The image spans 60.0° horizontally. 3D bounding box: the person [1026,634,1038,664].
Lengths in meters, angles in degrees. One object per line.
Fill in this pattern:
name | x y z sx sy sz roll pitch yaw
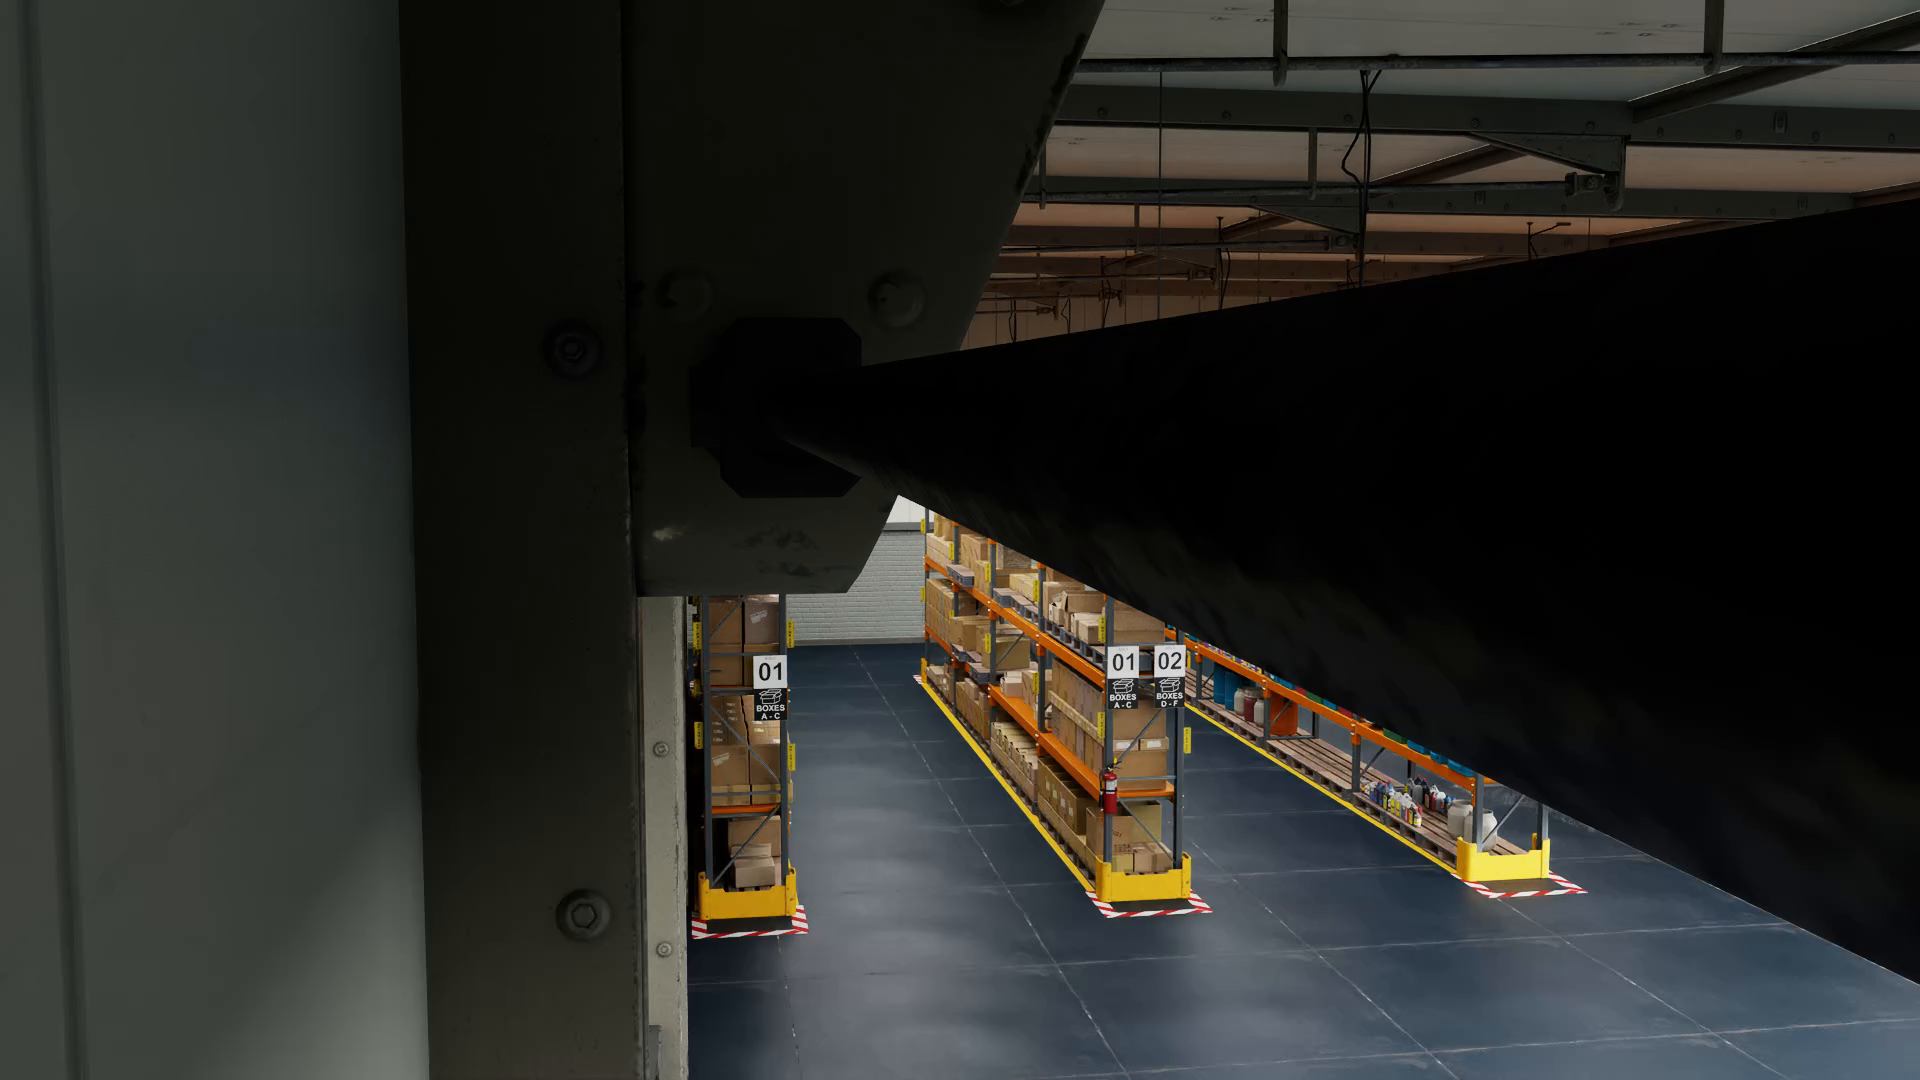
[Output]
person | 1.630 2.254 36.370 0.736 1.772 0.935 -1 5 -16
